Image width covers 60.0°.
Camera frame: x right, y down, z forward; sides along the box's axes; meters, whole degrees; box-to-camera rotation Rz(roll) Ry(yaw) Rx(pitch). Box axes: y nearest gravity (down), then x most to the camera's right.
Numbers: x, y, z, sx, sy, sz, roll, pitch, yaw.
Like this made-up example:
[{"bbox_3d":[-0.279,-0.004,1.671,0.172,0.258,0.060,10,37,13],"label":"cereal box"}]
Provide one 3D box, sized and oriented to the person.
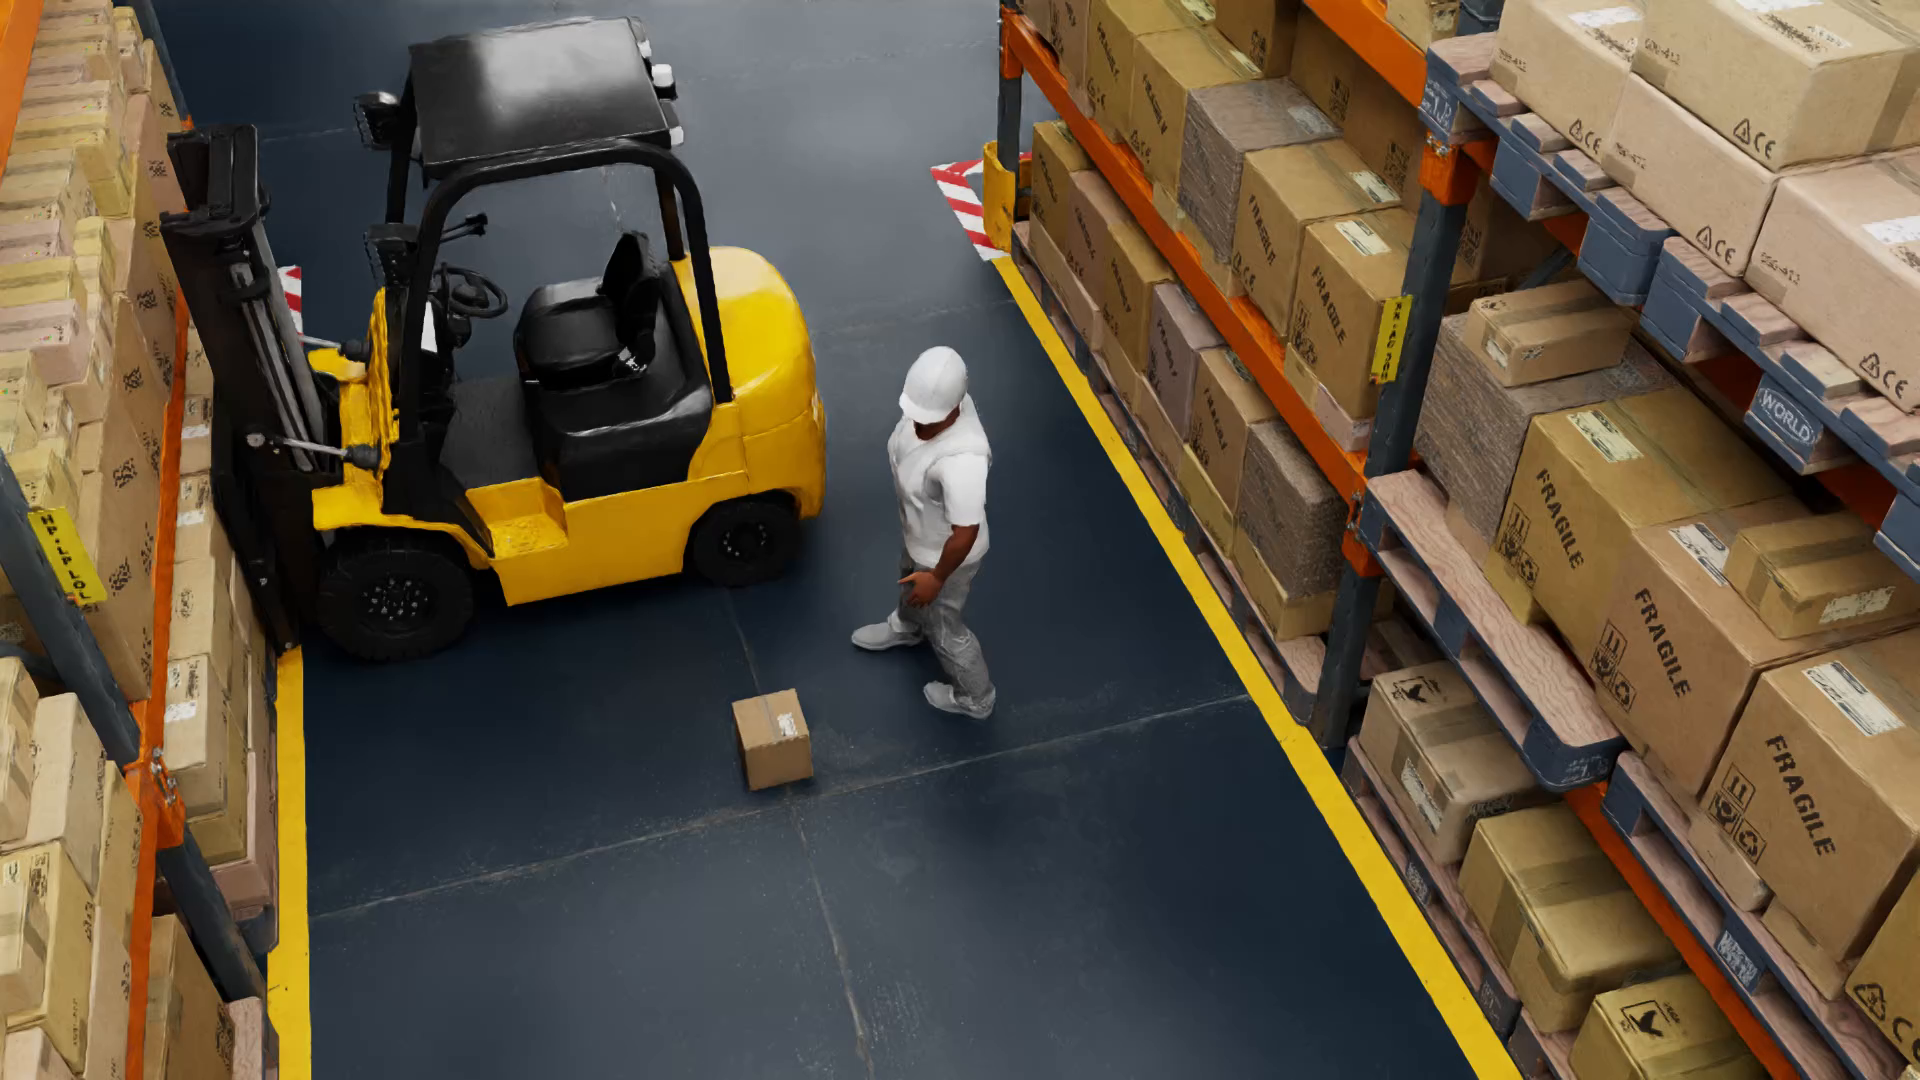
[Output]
[{"bbox_3d":[-0.149,-0.042,6.208,0.555,1.768,0.683,-4,42,-5],"label":"person"}]
